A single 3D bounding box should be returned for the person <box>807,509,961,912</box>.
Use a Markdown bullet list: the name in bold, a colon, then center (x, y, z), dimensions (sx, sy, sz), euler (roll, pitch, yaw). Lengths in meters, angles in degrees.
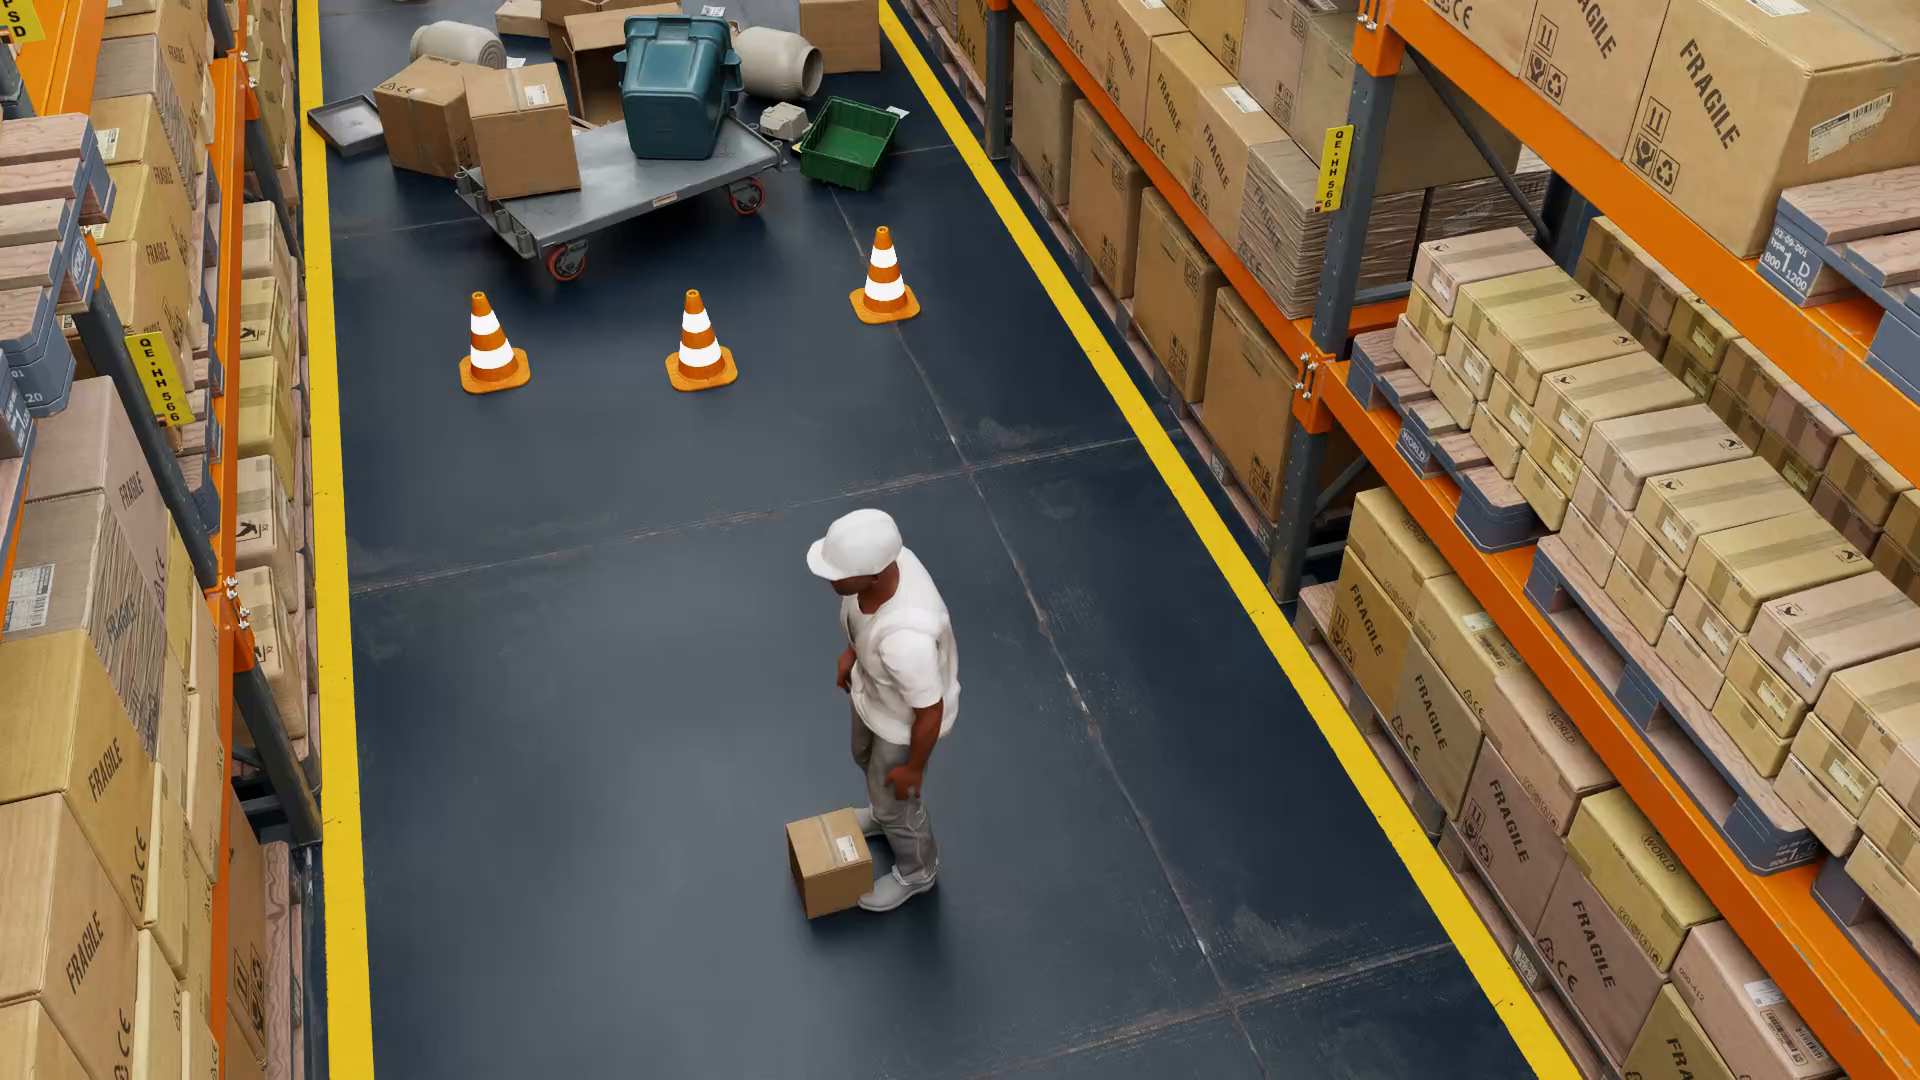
- **person**: center (-0.247, 0.556, 5.528), dimensions (0.455, 1.760, 0.635), euler (-14, 44, -15)
